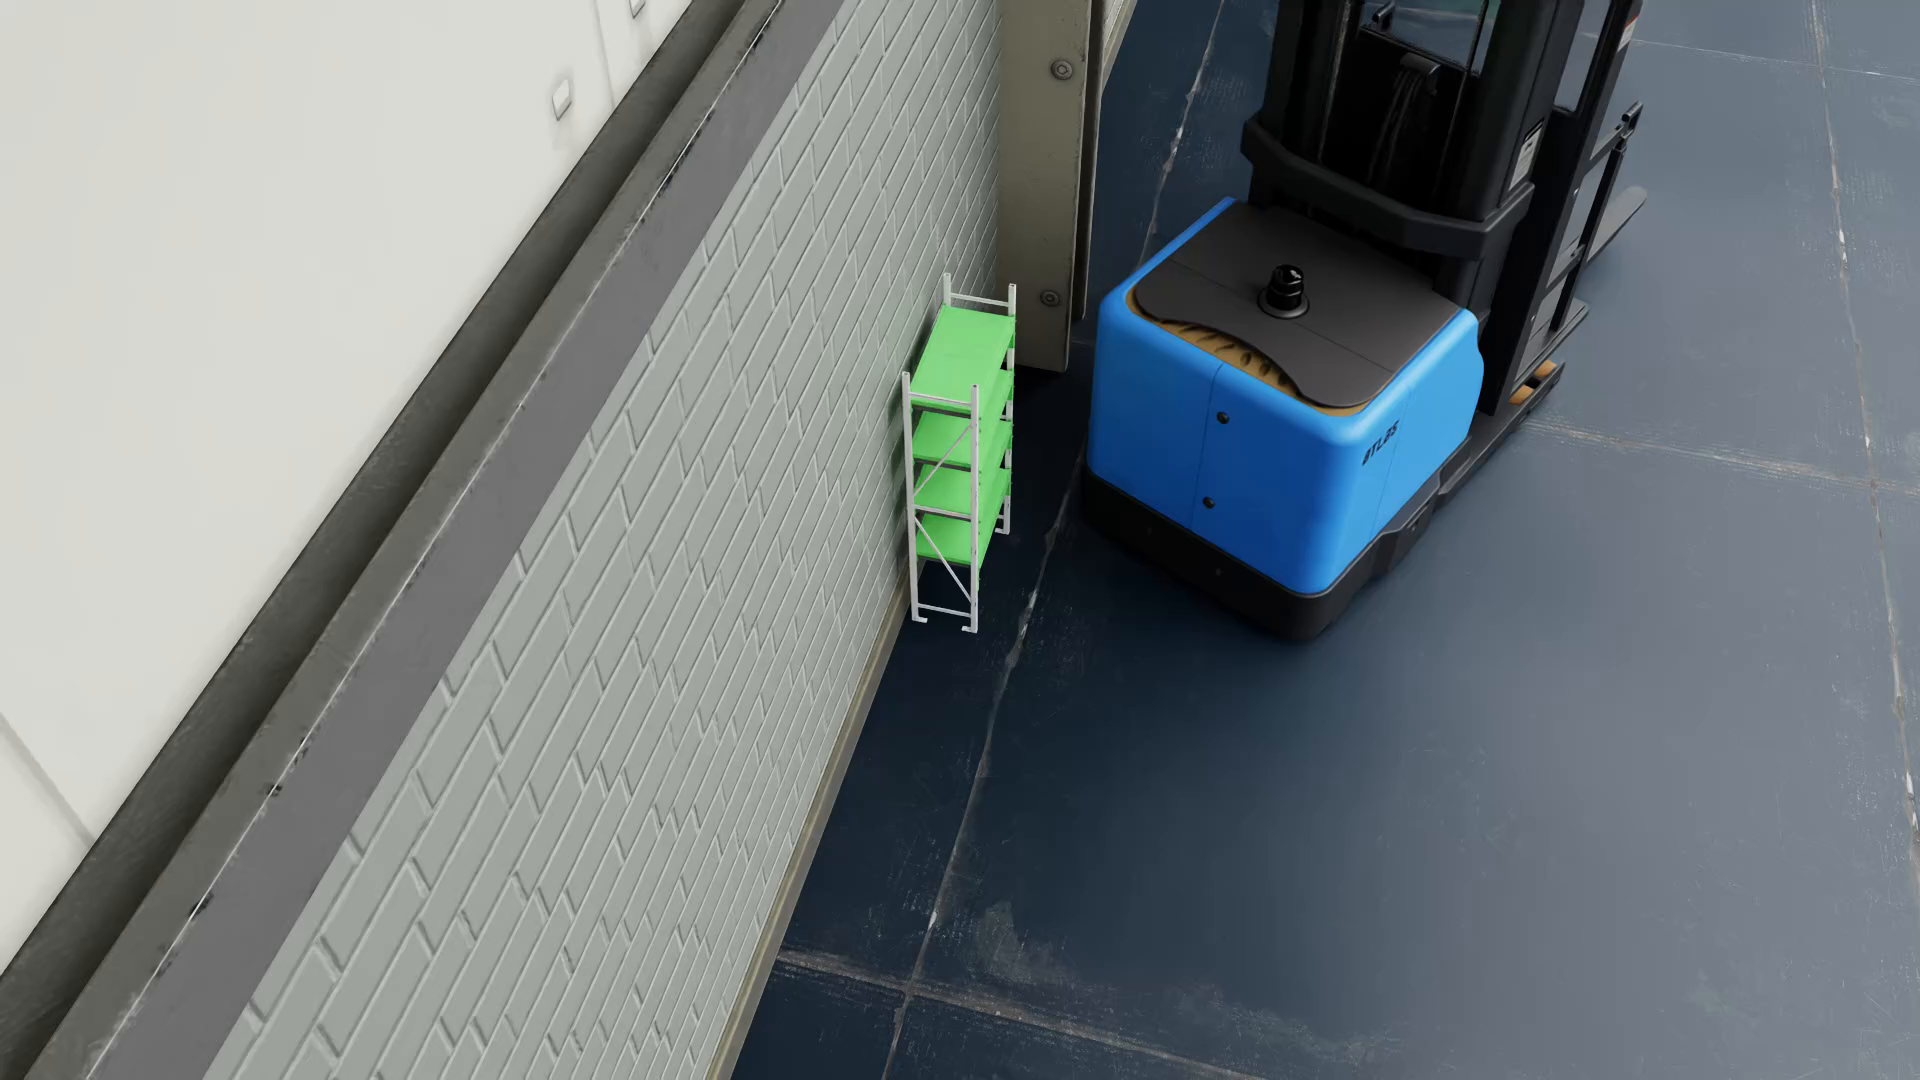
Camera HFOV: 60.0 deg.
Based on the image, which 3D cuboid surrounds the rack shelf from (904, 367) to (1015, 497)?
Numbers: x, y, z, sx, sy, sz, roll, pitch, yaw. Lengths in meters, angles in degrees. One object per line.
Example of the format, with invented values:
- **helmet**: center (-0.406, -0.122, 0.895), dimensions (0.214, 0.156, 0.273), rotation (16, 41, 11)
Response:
- **rack shelf**: center (0.003, -0.386, 5.554), dimensions (0.258, 0.148, 0.480), rotation (11, 49, 10)

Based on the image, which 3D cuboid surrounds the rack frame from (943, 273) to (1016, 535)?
- **rack frame**: center (0.066, -0.446, 5.842), dimensions (0.240, 1.200, 0.015), rotation (11, 49, 10)

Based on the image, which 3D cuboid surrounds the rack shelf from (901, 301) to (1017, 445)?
- **rack shelf**: center (0.002, -0.545, 5.374), dimensions (0.258, 0.148, 0.480), rotation (11, 49, 10)

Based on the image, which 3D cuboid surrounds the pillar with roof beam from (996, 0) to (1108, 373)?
- **pillar with roof beam**: center (4.489, -2.992, 2.889), dimensions (9.100, 9.000, 0.400), rotation (12, 50, 10)

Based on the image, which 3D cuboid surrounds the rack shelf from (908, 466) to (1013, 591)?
- **rack shelf**: center (0.005, -0.067, 5.914), dimensions (0.258, 0.148, 0.480), rotation (11, 49, 10)

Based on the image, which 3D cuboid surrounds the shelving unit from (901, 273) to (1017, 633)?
- **shelving unit**: center (0.004, -0.269, 5.686), dimensions (0.258, 1.200, 0.503), rotation (11, 49, 10)

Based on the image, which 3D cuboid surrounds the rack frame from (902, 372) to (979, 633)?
- **rack frame**: center (-0.058, -0.092, 5.530), dimensions (0.240, 1.200, 0.015), rotation (11, 49, 10)

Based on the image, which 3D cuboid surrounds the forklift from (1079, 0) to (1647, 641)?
- **forklift**: center (1.785, -1.654, 5.755), dimensions (1.130, 2.935, 3.031), rotation (33, 56, 25)

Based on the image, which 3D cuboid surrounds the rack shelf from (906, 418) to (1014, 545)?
- **rack shelf**: center (0.004, -0.226, 5.734), dimensions (0.258, 0.148, 0.480), rotation (11, 49, 10)
